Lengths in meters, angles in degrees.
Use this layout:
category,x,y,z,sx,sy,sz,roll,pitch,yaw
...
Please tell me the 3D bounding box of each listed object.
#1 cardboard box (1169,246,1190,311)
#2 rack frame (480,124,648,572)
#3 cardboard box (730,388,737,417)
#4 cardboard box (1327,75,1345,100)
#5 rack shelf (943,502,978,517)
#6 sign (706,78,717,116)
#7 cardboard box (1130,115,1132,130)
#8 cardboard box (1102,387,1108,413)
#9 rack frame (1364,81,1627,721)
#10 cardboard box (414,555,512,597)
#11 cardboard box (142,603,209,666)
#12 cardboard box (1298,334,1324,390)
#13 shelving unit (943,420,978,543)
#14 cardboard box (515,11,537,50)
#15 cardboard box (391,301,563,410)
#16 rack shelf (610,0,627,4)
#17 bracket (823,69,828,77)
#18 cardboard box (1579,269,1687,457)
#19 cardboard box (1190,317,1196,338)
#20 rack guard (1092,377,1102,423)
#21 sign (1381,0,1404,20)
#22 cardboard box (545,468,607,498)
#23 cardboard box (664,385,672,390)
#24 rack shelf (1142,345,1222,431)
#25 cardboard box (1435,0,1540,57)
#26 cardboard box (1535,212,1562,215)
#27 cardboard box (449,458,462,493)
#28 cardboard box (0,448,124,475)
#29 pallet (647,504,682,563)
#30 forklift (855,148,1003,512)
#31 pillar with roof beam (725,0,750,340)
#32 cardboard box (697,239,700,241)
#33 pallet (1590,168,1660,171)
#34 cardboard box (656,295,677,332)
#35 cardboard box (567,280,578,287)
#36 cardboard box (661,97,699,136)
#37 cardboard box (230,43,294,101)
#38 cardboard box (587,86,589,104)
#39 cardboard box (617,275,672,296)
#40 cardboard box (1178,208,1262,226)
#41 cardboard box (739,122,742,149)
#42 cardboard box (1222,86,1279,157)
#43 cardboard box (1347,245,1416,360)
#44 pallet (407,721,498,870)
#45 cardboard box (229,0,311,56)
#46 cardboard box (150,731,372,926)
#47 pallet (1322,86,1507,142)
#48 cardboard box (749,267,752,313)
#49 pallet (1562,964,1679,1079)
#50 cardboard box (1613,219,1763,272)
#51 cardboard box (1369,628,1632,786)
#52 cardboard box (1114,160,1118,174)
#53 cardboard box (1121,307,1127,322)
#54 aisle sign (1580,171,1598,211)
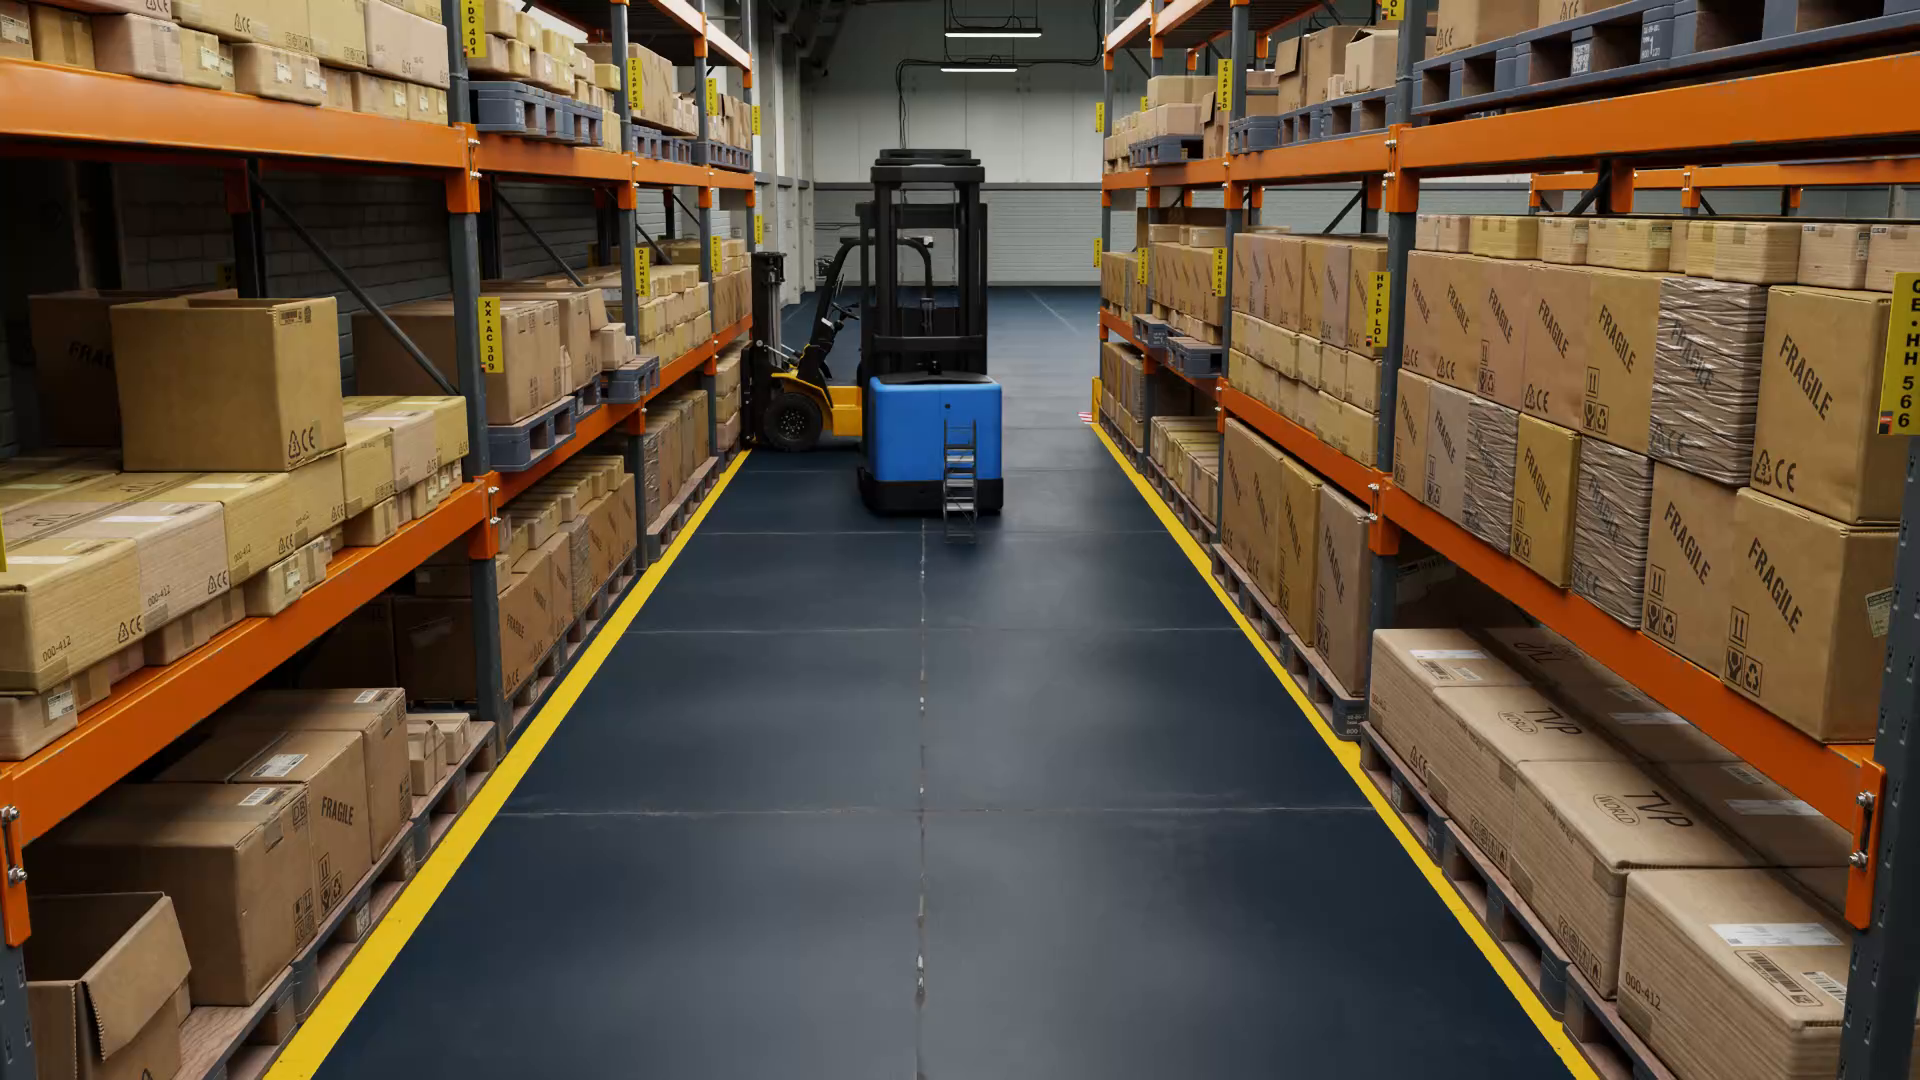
category,x,y,z,sx,sy,sz,roll,pitch,yaw
cardboard box,1.961,-2.081,13.217,0.500,0.500,0.500,-1,11,-3
rack frame,-2.670,-1.259,11.218,1.000,3.000,0.127,0,11,-1
cardboard box,-2.467,-1.354,16.293,0.500,0.250,0.500,0,11,-1
cardboard box,2.186,-2.421,8.936,0.380,0.166,0.250,1,11,4
rack shelf,0.000,-0.230,12.504,0.258,0.077,0.200,0,11,-1
sign,-2.211,-3.935,14.777,0.100,0.325,0.005,0,11,-1
cardboard box,1.891,-4.132,16.465,0.380,0.149,0.250,0,11,0
cardboard box,1.867,-1.567,18.597,0.500,0.250,0.500,0,11,-2
rack frame,2.375,-0.485,7.403,1.000,3.000,0.127,0,11,-1
cardboard box,-2.329,0.166,7.798,0.380,0.149,0.250,0,11,2
cardboard box,-2.273,0.235,4.486,0.380,0.149,0.250,0,11,1
cardboard box,2.088,-0.945,8.792,0.500,0.250,0.500,0,11,0
shelving unit,0.000,-0.439,12.462,0.258,0.900,0.210,0,11,-1
cardboard box,-2.195,-2.375,7.755,0.380,0.149,0.250,0,11,-2
cardboard box,-2.385,-0.918,8.233,0.700,0.500,0.500,0,11,-1
rack shelf,-2.629,-3.252,8.773,1.077,0.370,4.000,0,11,-1
bracket,-4.045,-13.929,49.533,0.235,0.232,0.430,0,11,-1
cardboard box,2.162,-0.525,4.838,0.500,0.500,0.500,0,11,-1
cardboard box,1.925,-1.579,12.376,0.380,0.149,0.250,-1,11,-4
rack guard,2.128,-1.630,19.335,1.175,0.500,0.348,0,11,-1
sign,1.832,-2.358,7.002,0.100,0.325,0.005,0,11,-1
cardboard box,-2.409,-0.353,10.356,0.380,0.149,0.250,-1,11,-3
cardboard box,-2.957,-1.499,15.748,0.500,0.250,0.500,0,11,0
rack shelf,2.251,-1.325,13.353,1.077,0.370,4.000,0,11,-1
cardboard box,2.177,-2.141,6.463,0.500,0.500,0.500,0,11,0
cardboard box,7.043,-3.439,18.874,0.875,0.550,0.550,0,11,-1
cardboard box,-2.329,-0.278,7.016,0.380,0.149,0.250,0,11,0
cardboard box,-2.805,-0.136,5.313,0.500,0.250,0.500,0,11,-1
pallet,-2.648,-0.056,12.303,1.003,0.211,1.213,0,11,-1
forklift,-0.339,-1.910,14.602,1.130,2.935,3.031,-1,12,-7
pillar with roof beam,0.334,-8.050,29.605,9.100,9.000,0.548,0,11,-1
cardboard box,-3.042,-3.294,18.619,0.380,0.149,0.250,0,11,-2
pallet,7.099,-4.190,18.344,1.003,0.211,1.213,0,11,-1
cardboard box,-2.437,-1.723,12.627,0.500,0.250,0.500,-1,11,-3
cardboard box,-2.941,-1.793,11.967,0.380,0.149,0.250,0,11,-1
cardboard box,-2.494,-3.592,14.092,0.500,0.311,0.500,-1,11,-3
cardboard box,-2.214,-1.385,4.927,0.380,0.149,0.250,0,11,-1
cardboard box,-2.457,-2.677,10.040,0.380,0.149,0.250,0,11,0
cardboard box,-2.420,-1.946,12.726,0.380,0.149,0.250,0,11,0
cardboard box,2.417,-2.848,15.538,0.700,0.500,0.500,0,11,-2
cardboard box,-2.510,-4.294,17.666,0.396,0.266,0.258,0,11,-1
cardboard box,2.283,-2.987,11.943,0.700,0.500,0.500,0,11,-1
cardboard box,2.115,-1.111,7.726,0.500,0.500,0.500,0,11,1
pallet,-2.575,1.040,6.903,1.003,0.211,1.213,0,11,-1
cardboard box,-2.304,-1.605,5.013,0.500,0.250,0.500,0,11,-2
cardboard box,-2.313,0.953,5.546,0.500,0.500,0.500,0,11,0
pallet,2.307,-2.043,8.021,0.805,0.209,1.217,-1,11,-3
cardboard box,-2.563,-2.801,18.570,0.500,0.500,0.500,0,11,-2
pallet,2.363,1.519,4.543,1.003,0.211,1.213,0,11,-1
cardboard box,2.169,-0.870,4.907,0.380,0.149,0.250,0,11,0
cardboard box,2.280,0.691,6.999,0.875,0.438,0.875,0,11,-2
cardboard box,1.875,-4.045,18.040,0.380,0.149,0.250,0,11,0
cardboard box,1.857,-2.318,17.073,0.380,0.149,0.250,0,11,-1
aisle sign,7.372,-4.200,19.177,0.394,0.787,0.004,0,11,-1
